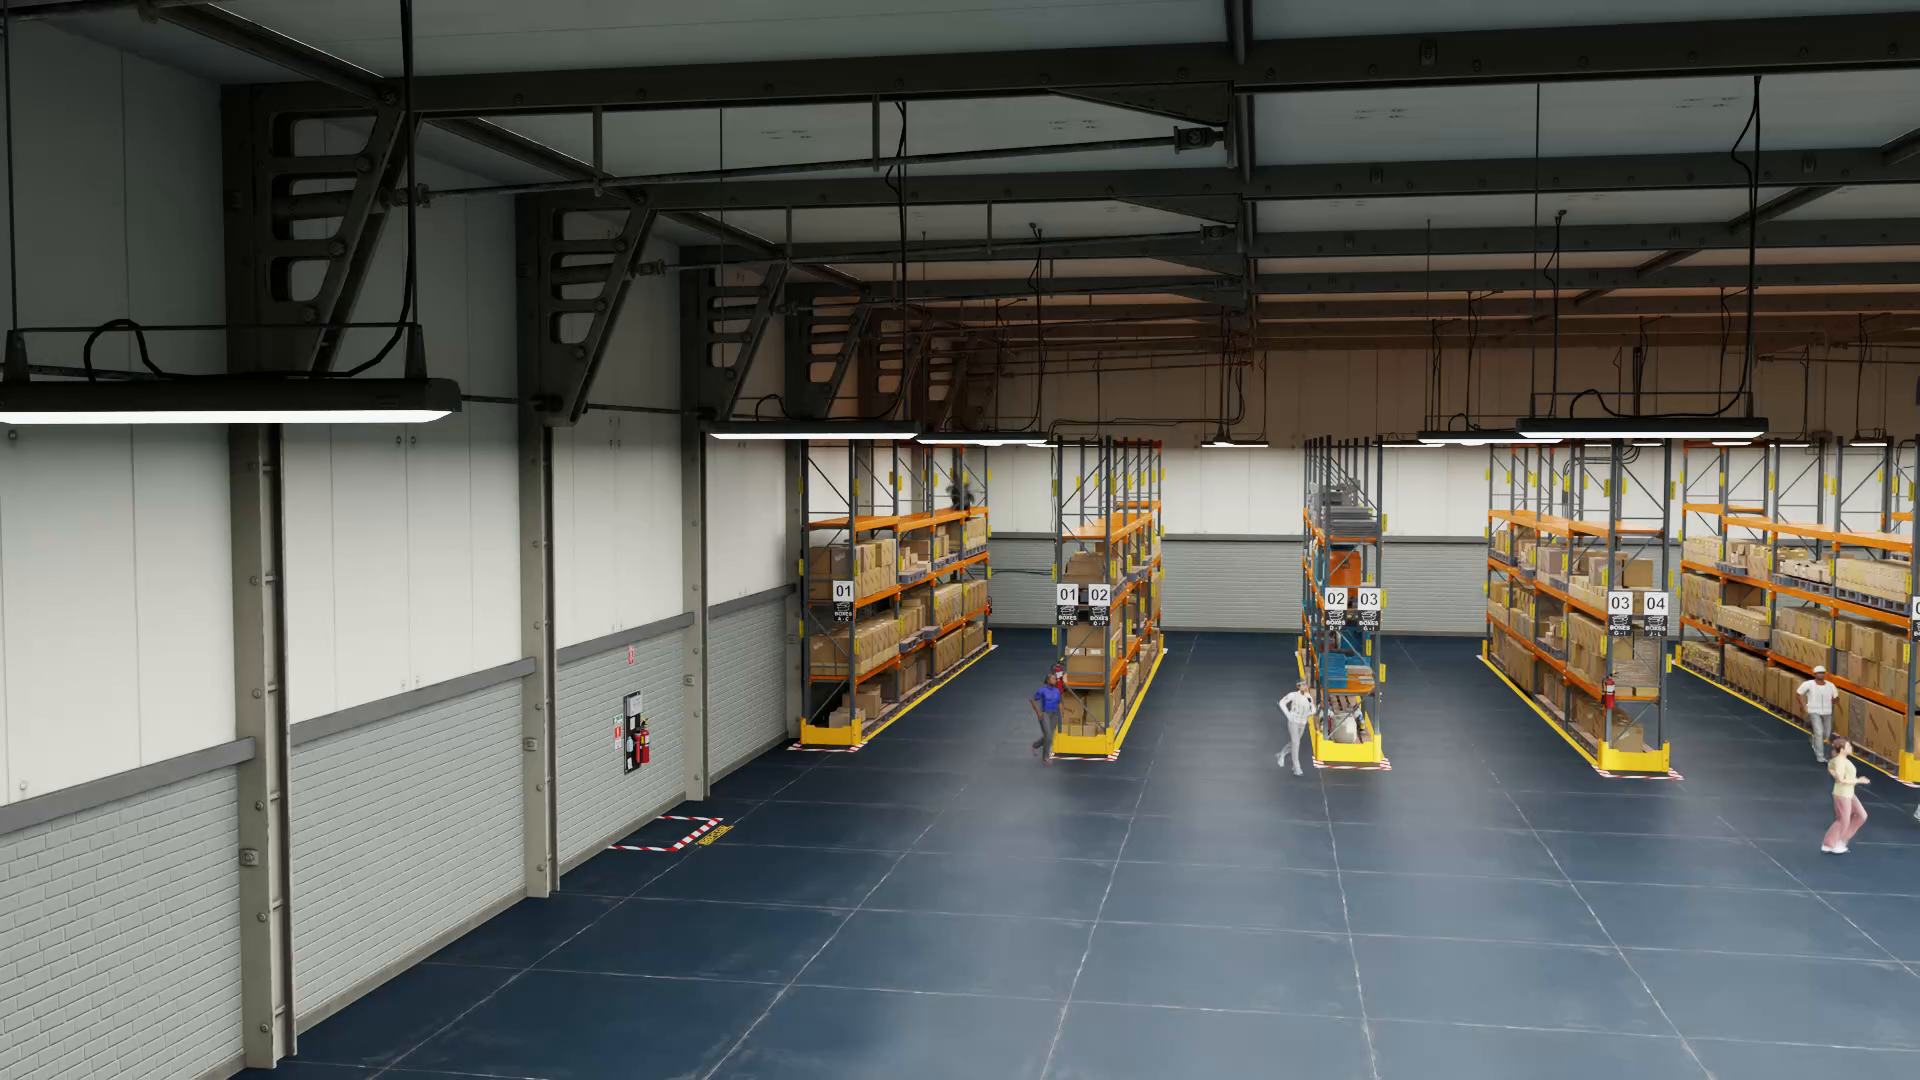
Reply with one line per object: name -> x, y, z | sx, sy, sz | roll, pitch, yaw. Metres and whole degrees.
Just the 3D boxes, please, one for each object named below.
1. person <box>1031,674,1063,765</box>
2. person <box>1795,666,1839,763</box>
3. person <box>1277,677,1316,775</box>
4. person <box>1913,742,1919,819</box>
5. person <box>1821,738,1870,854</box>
person -> 1.599, 3.298, 30.585 | 0.616, 1.582, 0.687 | -2, 4, -36
person -> 15.836, 3.187, 30.662 | 0.714, 1.745, 0.907 | 0, 3, 6
person -> 6.048, 3.292, 29.698 | 0.638, 1.707, 0.835 | -1, 3, -21
person -> 14.753, 3.488, 24.967 | 0.798, 1.849, 0.637 | 3, 4, 45
person -> 12.509, 3.621, 23.465 | 0.595, 1.656, 0.562 | 2, 4, 33
